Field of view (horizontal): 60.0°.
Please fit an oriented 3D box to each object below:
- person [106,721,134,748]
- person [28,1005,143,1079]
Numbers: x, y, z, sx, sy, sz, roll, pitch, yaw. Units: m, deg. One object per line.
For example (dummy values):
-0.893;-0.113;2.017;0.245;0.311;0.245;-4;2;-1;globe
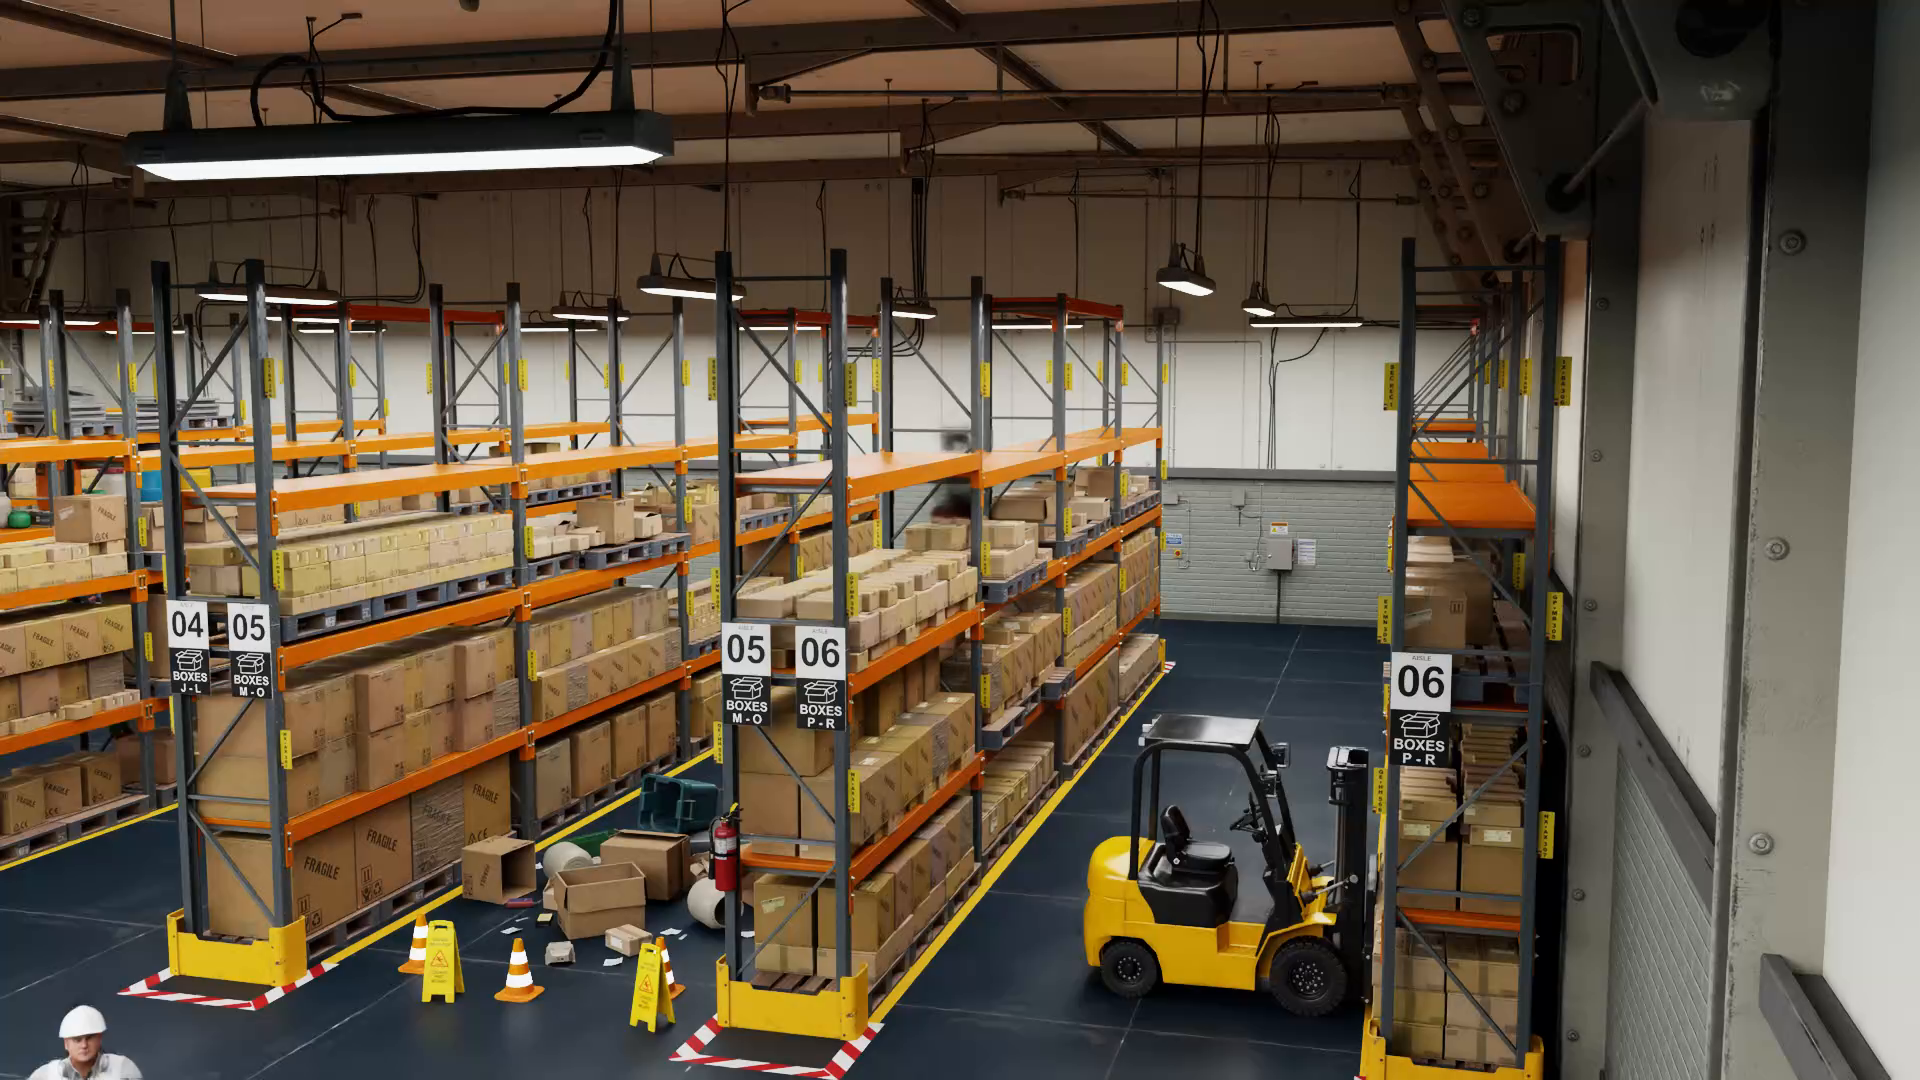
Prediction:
-10.941;2.017;21.517;0.635;1.825;0.749;2;6;16;person
-4.617;3.356;8.822;0.646;1.831;0.820;-4;7;-33;person
